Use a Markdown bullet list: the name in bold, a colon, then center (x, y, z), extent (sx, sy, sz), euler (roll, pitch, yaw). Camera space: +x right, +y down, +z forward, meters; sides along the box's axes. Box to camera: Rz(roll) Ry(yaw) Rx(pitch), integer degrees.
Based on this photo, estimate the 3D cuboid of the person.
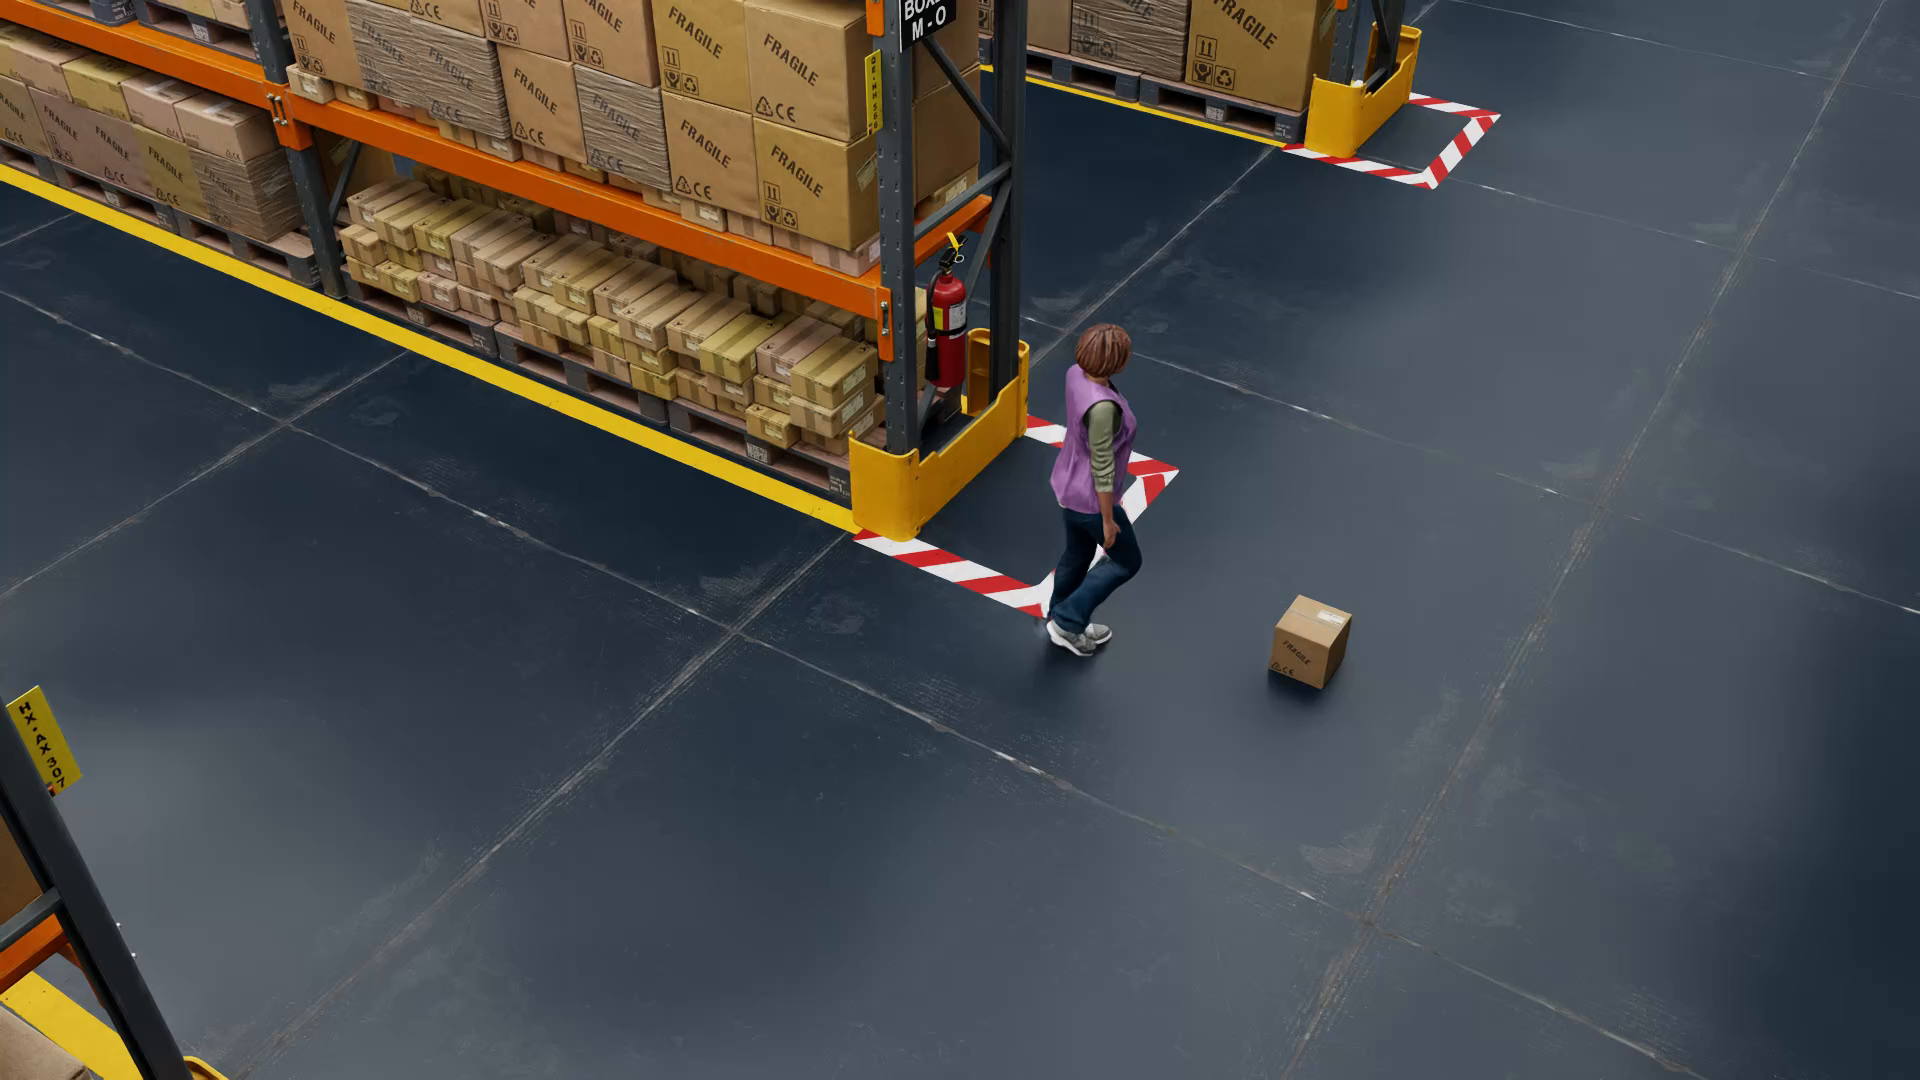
- **person**: center (0.551, -0.189, 6.895), extent (0.400, 1.594, 0.479), euler (-6, 39, -7)
